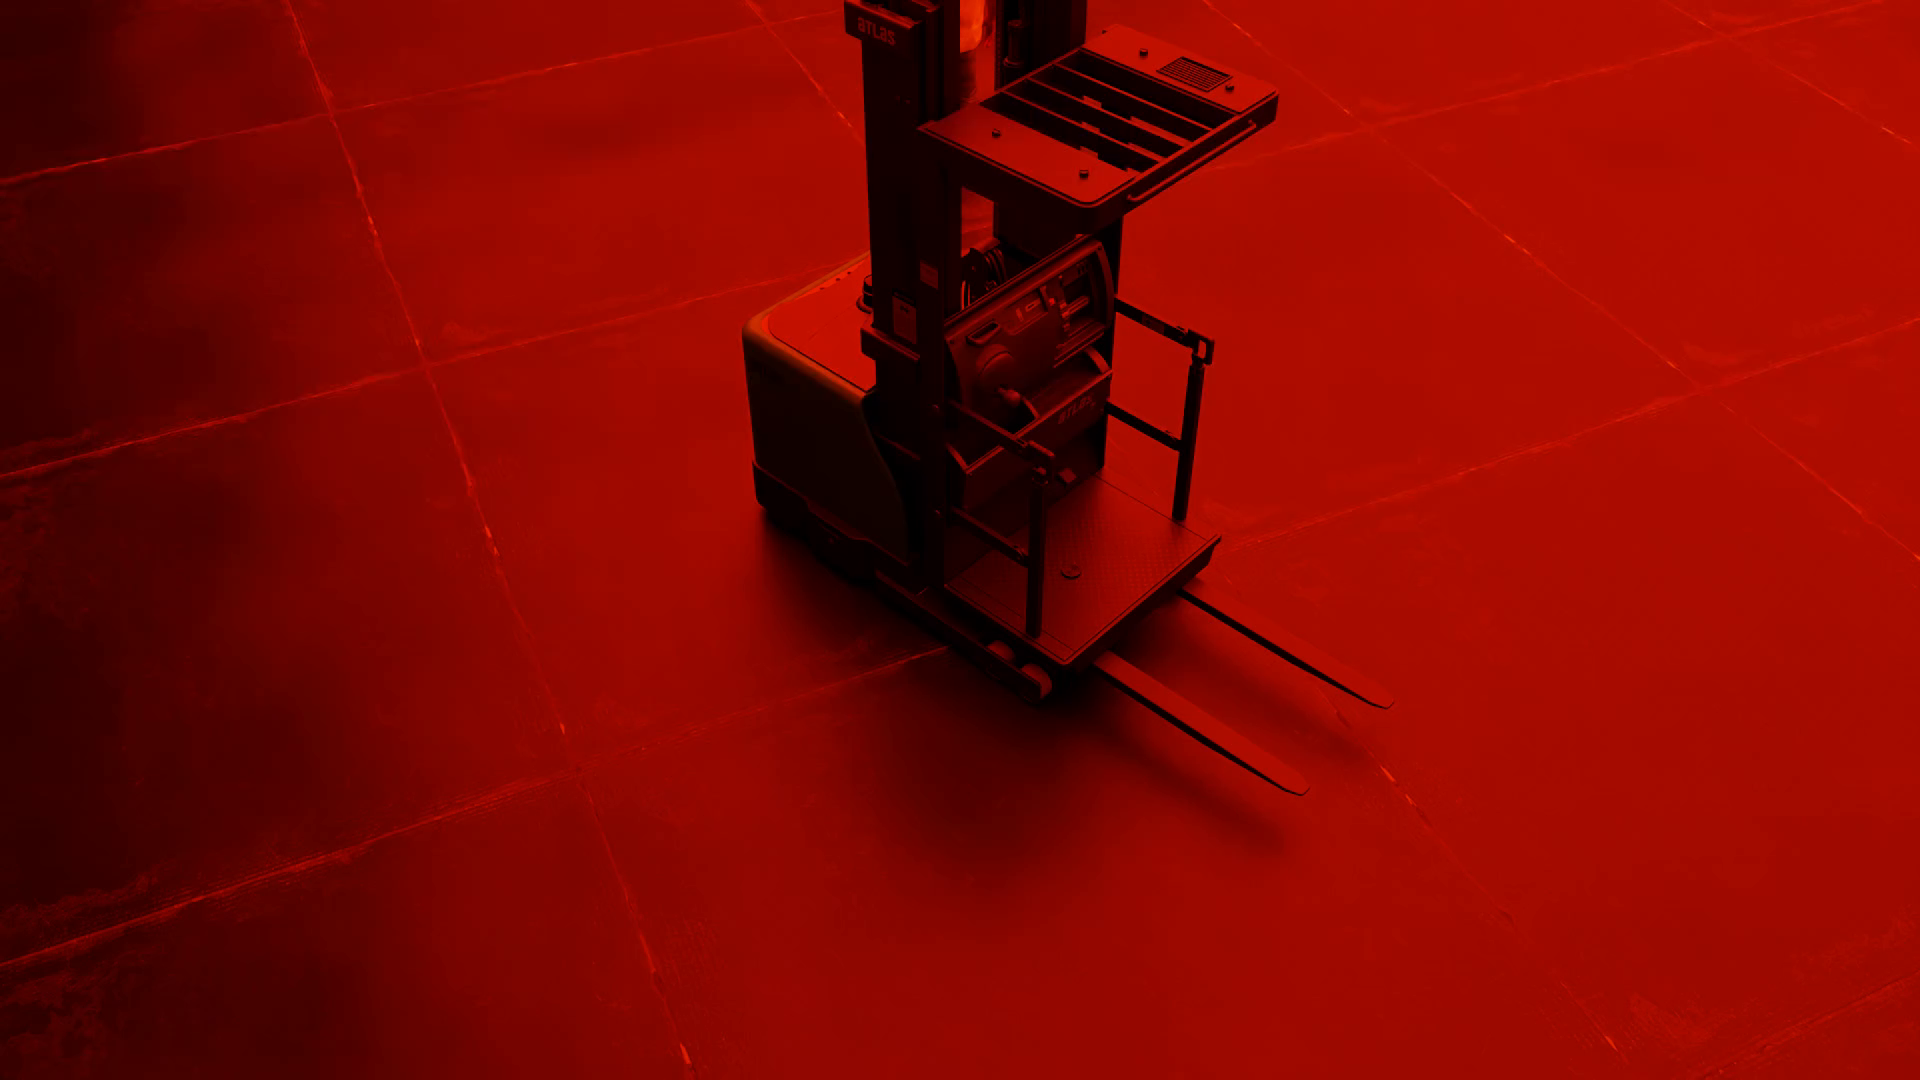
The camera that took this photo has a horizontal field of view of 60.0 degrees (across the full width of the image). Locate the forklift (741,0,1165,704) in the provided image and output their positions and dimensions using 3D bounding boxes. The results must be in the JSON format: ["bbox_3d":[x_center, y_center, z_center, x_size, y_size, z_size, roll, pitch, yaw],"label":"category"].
[{"bbox_3d":[0.046,-1.010,6.827,1.939,2.843,1.129,32,52,30],"label":"forklift"}]

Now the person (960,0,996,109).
[{"bbox_3d":[-0.113,-2.960,9.695,0.665,1.765,0.577,-17,46,-18],"label":"person"}]
